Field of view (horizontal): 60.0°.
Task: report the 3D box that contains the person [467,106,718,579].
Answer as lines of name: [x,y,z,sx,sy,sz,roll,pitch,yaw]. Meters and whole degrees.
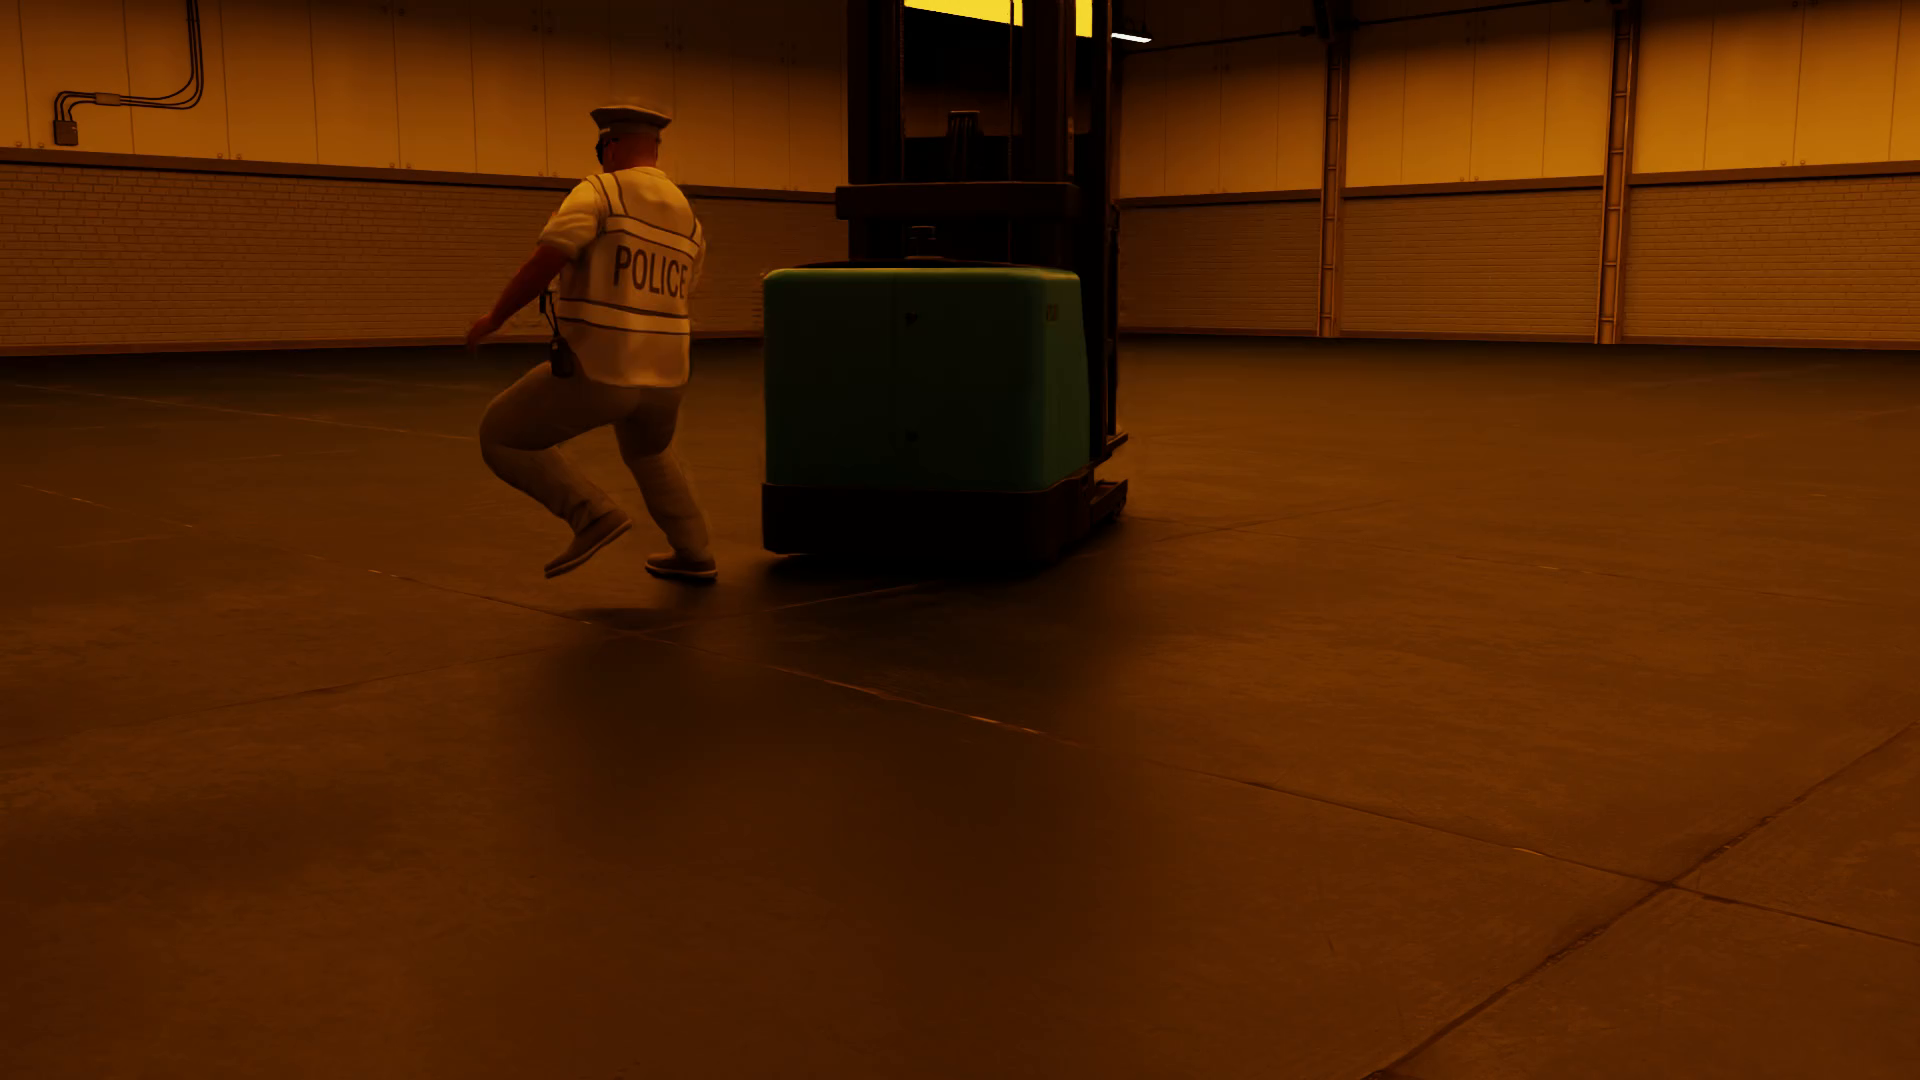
person: [-1.198,-0.615,5.480,0.760,1.572,0.840,8,11,41]

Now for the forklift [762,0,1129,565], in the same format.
forklift: [0.131,-1.539,7.097,1.130,2.935,3.031,2,9,14]
